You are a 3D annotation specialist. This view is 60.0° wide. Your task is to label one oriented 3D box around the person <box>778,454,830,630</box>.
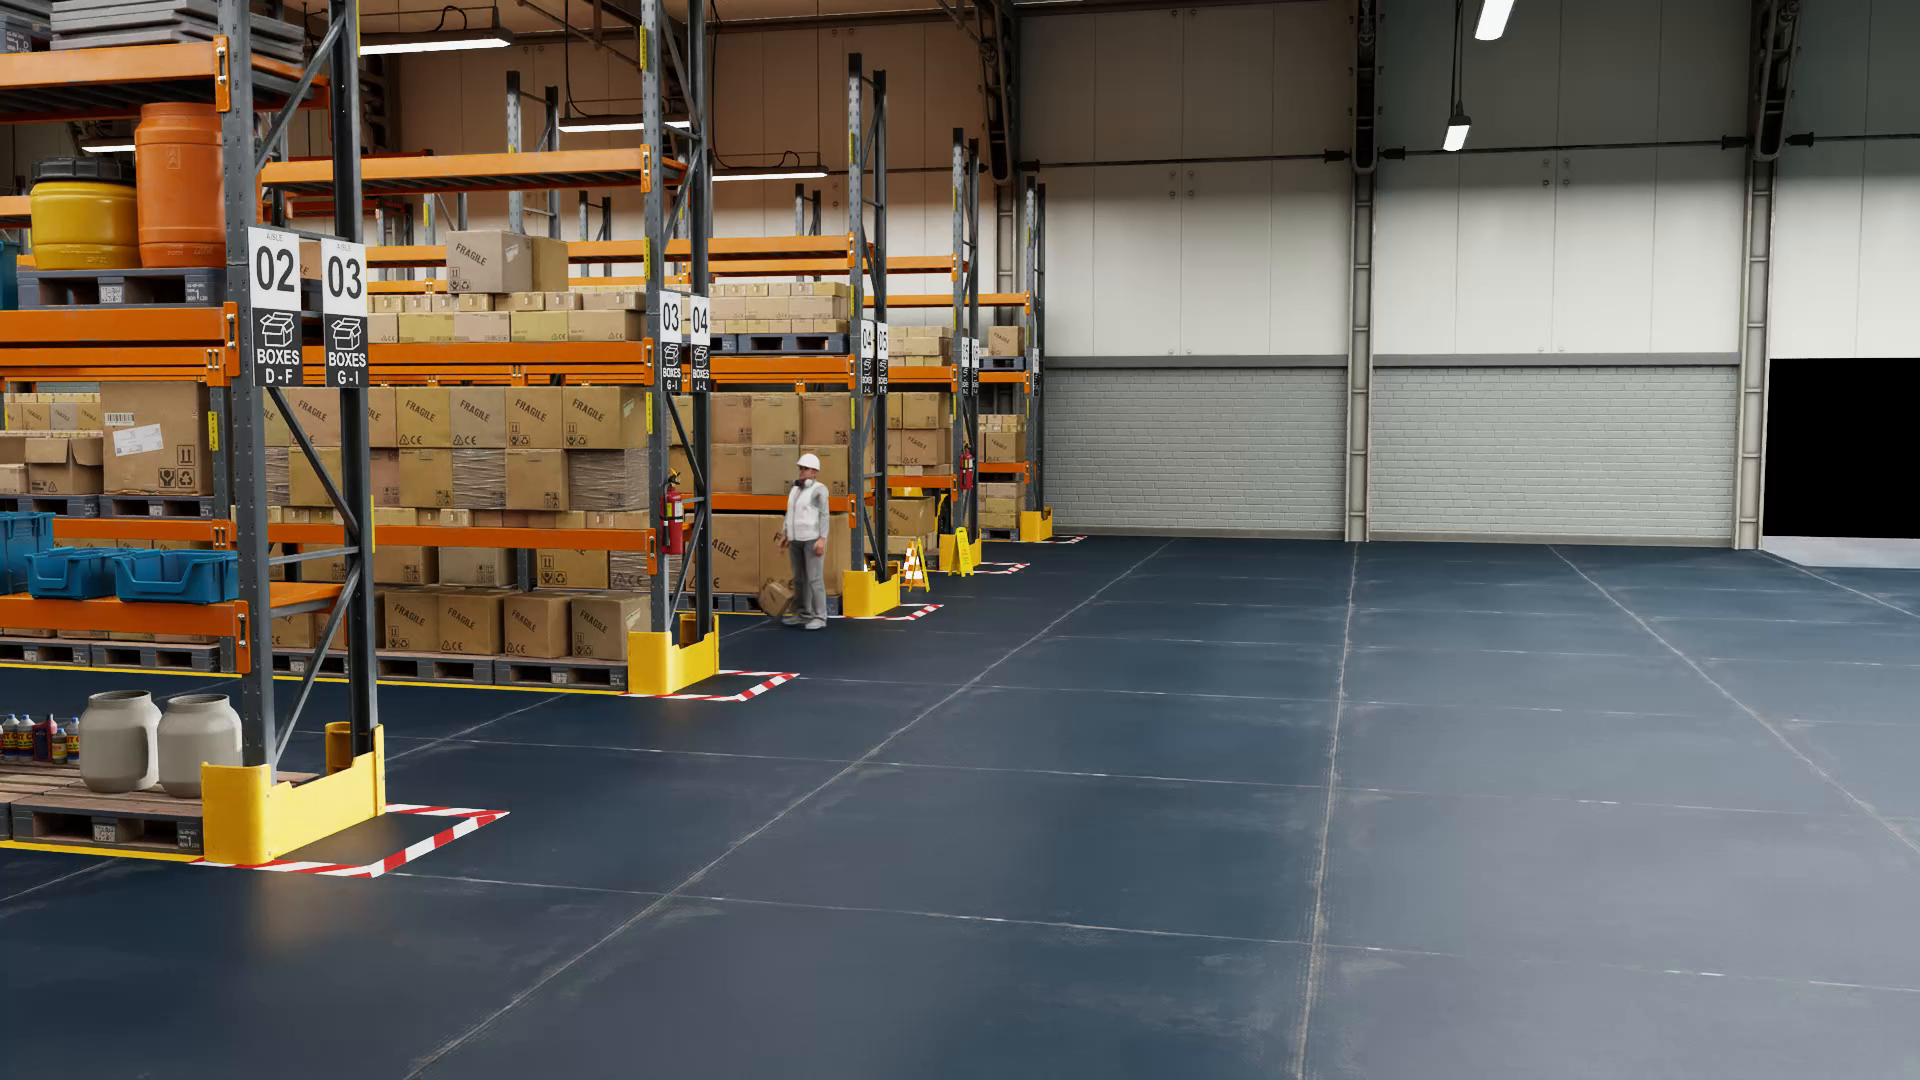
[{"bbox_3d":[-1.592,0.007,17.025,0.612,1.782,0.388,5,7,43],"label":"person"}]
